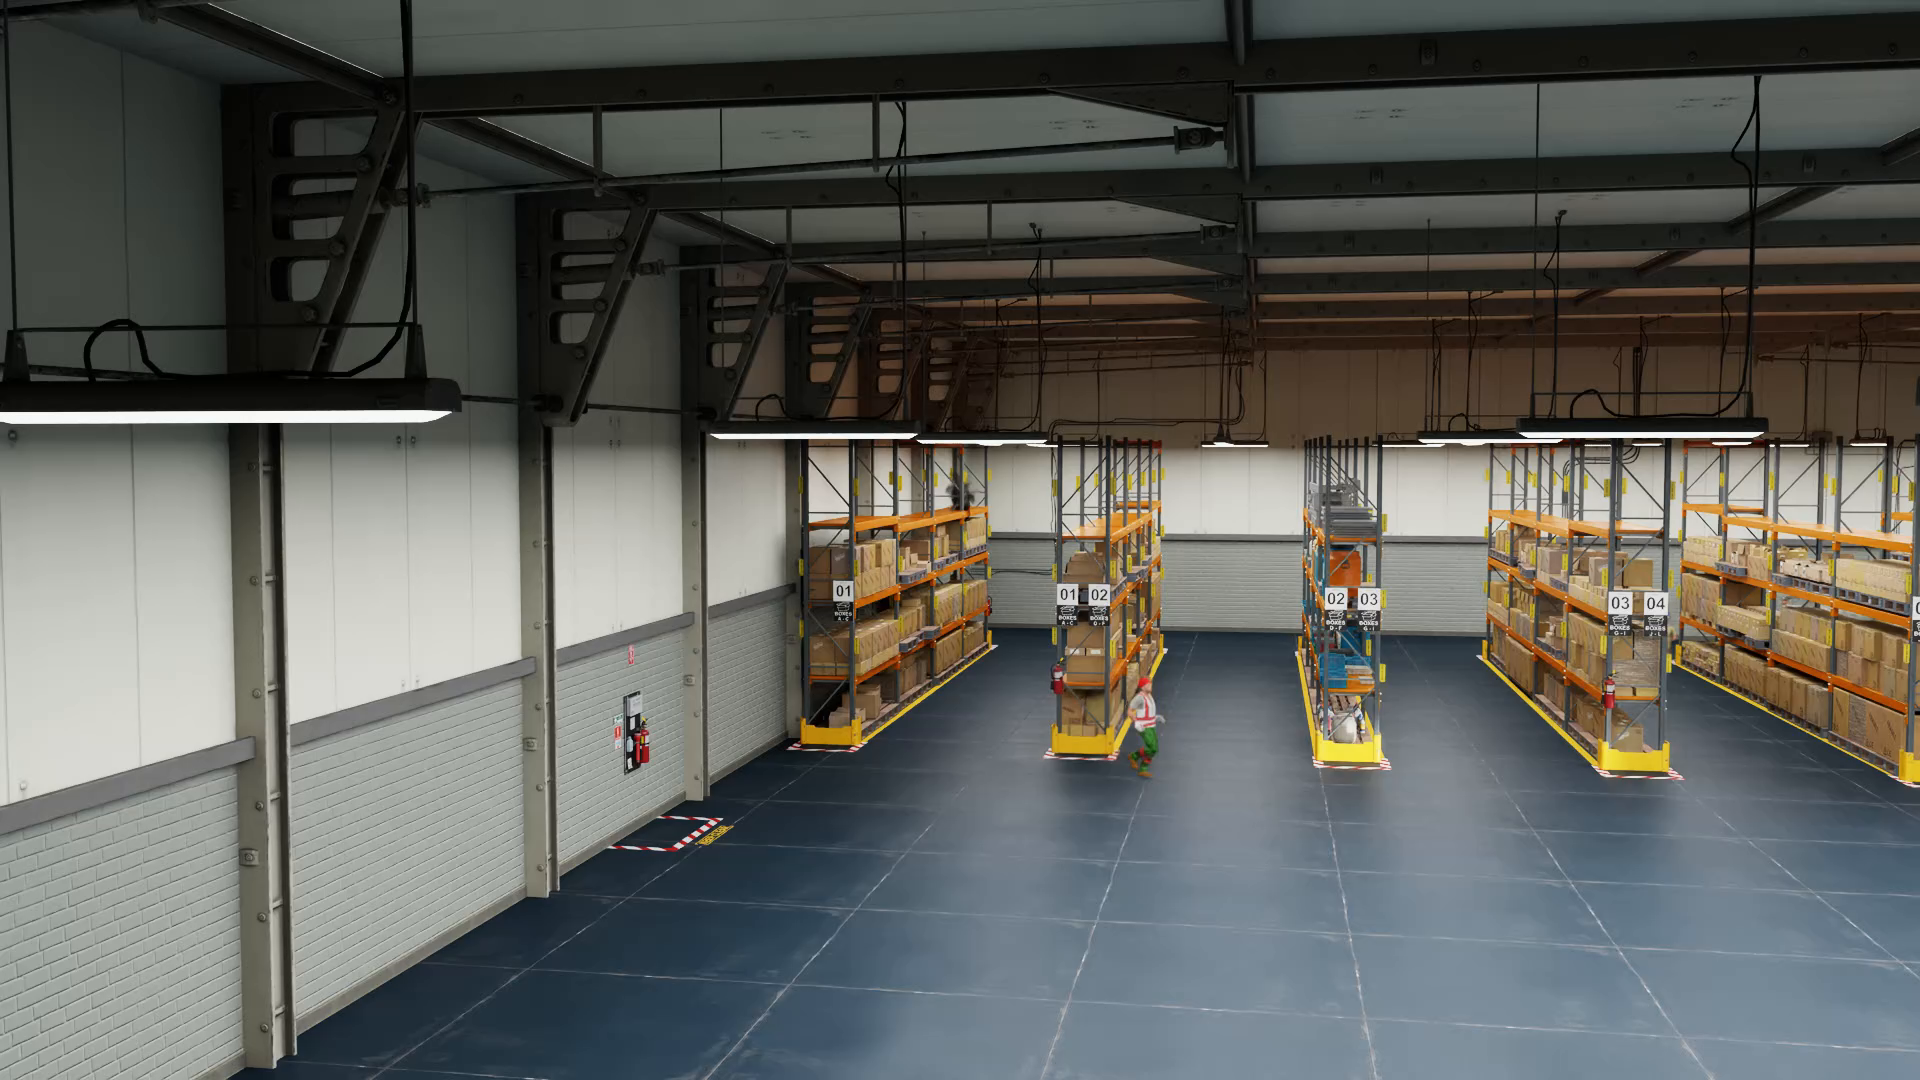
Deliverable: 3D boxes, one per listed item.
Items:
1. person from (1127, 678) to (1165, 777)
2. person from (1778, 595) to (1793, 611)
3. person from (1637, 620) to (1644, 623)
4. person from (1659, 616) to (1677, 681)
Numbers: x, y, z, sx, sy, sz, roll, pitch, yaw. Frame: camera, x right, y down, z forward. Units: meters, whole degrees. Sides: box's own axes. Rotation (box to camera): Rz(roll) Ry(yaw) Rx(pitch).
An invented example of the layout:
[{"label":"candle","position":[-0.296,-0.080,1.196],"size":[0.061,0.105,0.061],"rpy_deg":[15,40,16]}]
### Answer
[{"label":"person","position":[3.262,3.277,29.099],"size":[0.595,1.737,0.666],"rpy_deg":[2,4,34]},{"label":"person","position":[22.518,2.390,45.319],"size":[0.951,1.809,0.679],"rpy_deg":[0,3,8]},{"label":"person","position":[18.236,2.489,44.837],"size":[0.784,1.663,0.593],"rpy_deg":[-2,4,-39]},{"label":"person","position":[17.337,2.677,40.929],"size":[0.542,1.687,0.774],"rpy_deg":[0,3,9]}]
